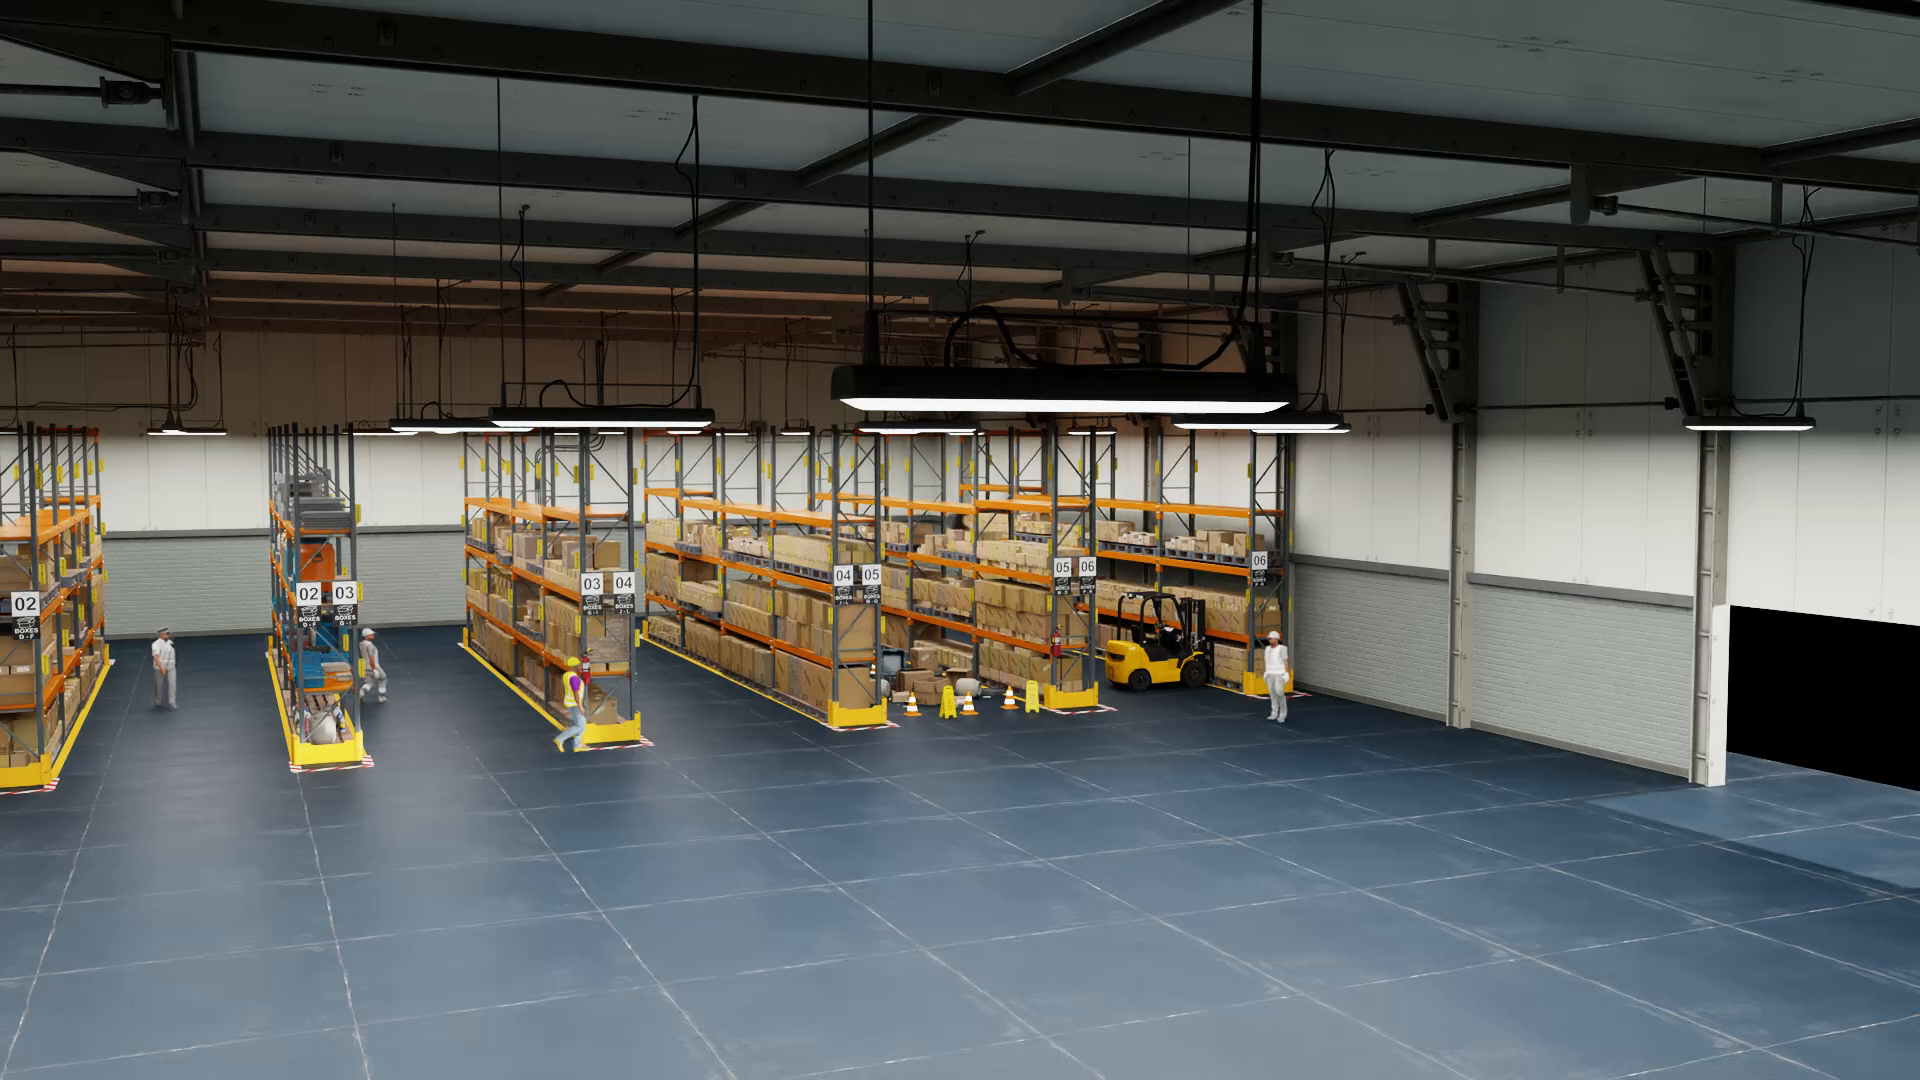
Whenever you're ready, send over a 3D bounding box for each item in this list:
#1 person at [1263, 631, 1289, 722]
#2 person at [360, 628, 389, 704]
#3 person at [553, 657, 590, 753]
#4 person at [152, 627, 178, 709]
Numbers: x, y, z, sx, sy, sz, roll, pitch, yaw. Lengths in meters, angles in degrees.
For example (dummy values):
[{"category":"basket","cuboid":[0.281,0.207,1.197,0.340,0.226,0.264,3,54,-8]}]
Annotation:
[{"category":"person","cuboid":[6.417,2.765,33.848,0.394,1.812,0.634,-2,4,-35]},{"category":"person","cuboid":[-12.562,2.708,35.661,0.544,1.674,0.886,2,4,30]},{"category":"person","cuboid":[-7.051,2.993,30.141,0.663,1.744,0.614,-1,4,-18]},{"category":"person","cuboid":[-16.862,2.698,35.274,0.500,1.720,1.033,-2,4,-32]}]
